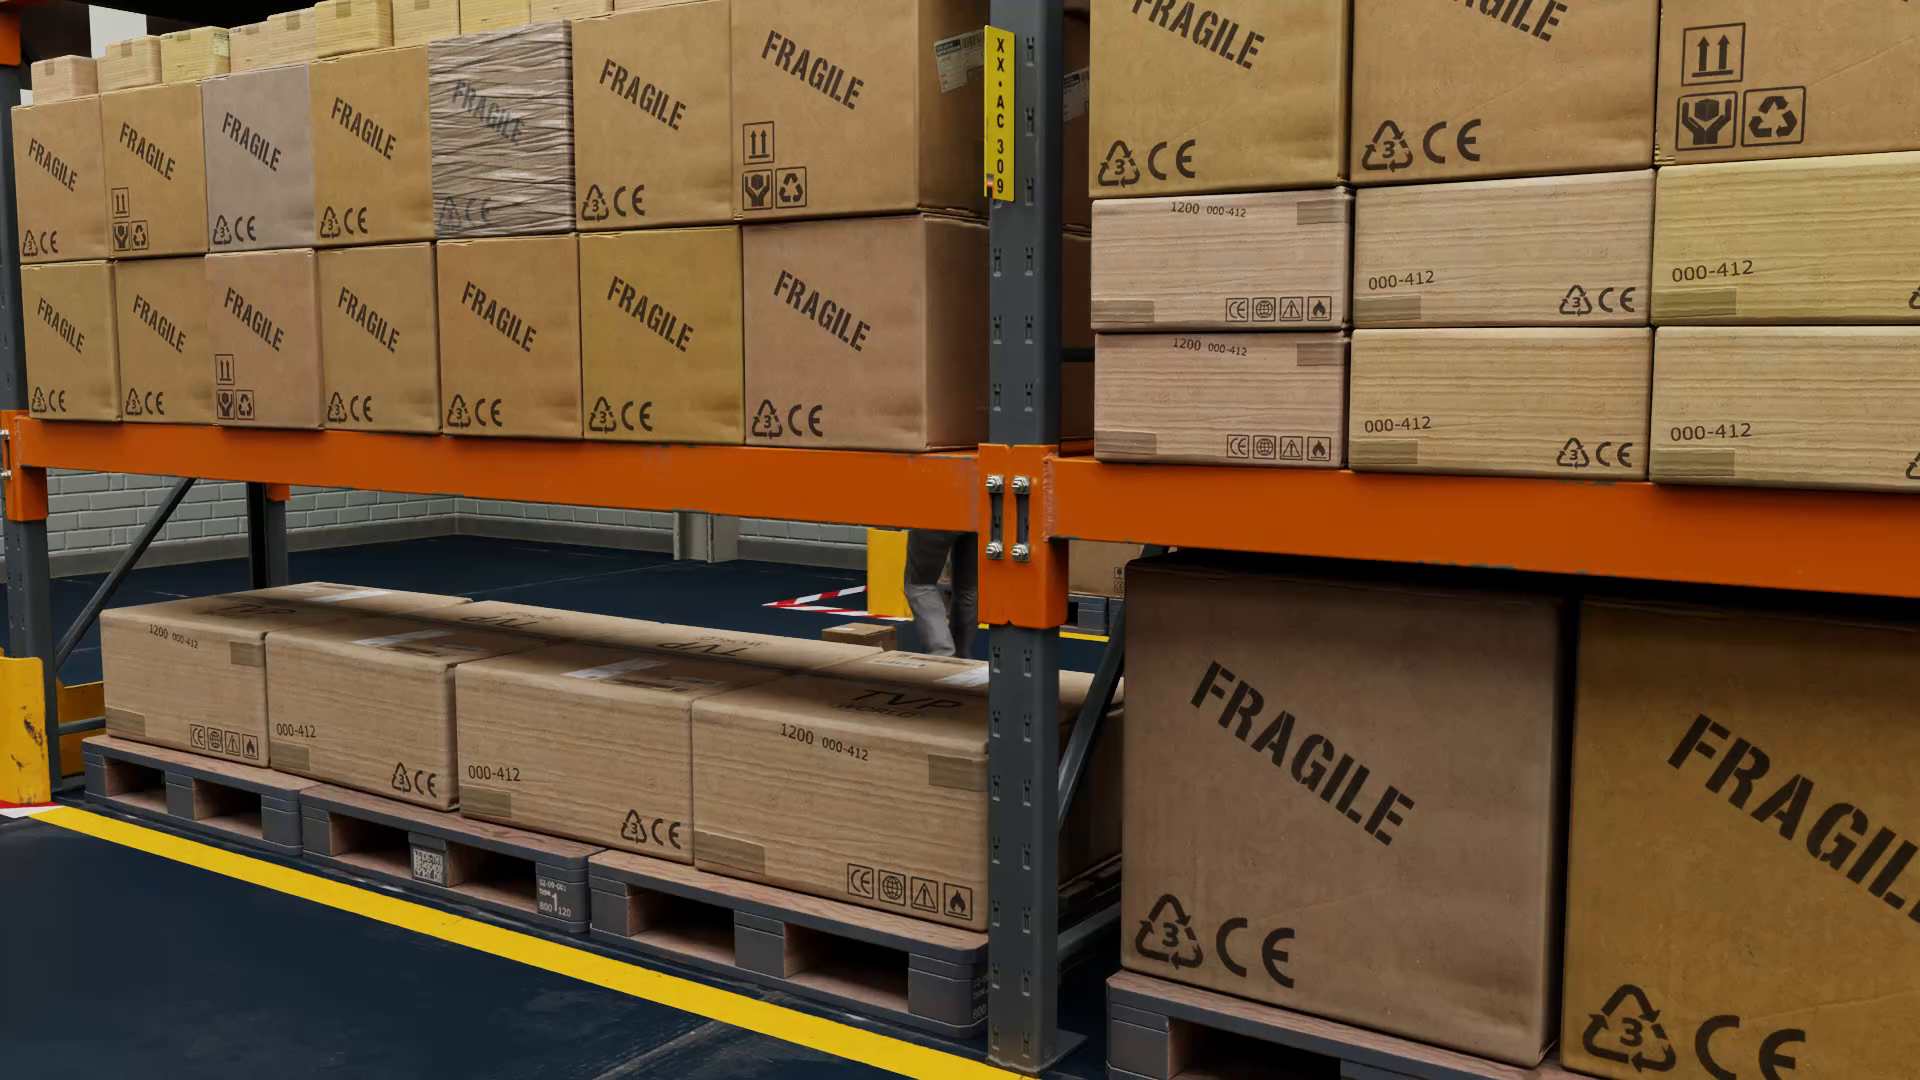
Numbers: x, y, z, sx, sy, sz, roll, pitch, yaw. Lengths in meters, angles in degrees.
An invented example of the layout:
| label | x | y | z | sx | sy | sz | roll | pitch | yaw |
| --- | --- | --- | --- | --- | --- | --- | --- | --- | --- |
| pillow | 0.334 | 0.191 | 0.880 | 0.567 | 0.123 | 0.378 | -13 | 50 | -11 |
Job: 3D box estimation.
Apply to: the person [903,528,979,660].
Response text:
| label | x | y | z | sx | sy | sz | roll | pitch | yaw |
| --- | --- | --- | --- | --- | --- | --- | --- | --- | --- |
| person | -0.069 | -0.161 | 7.430 | 0.567 | 1.729 | 0.779 | -3 | 7 | -25 |
